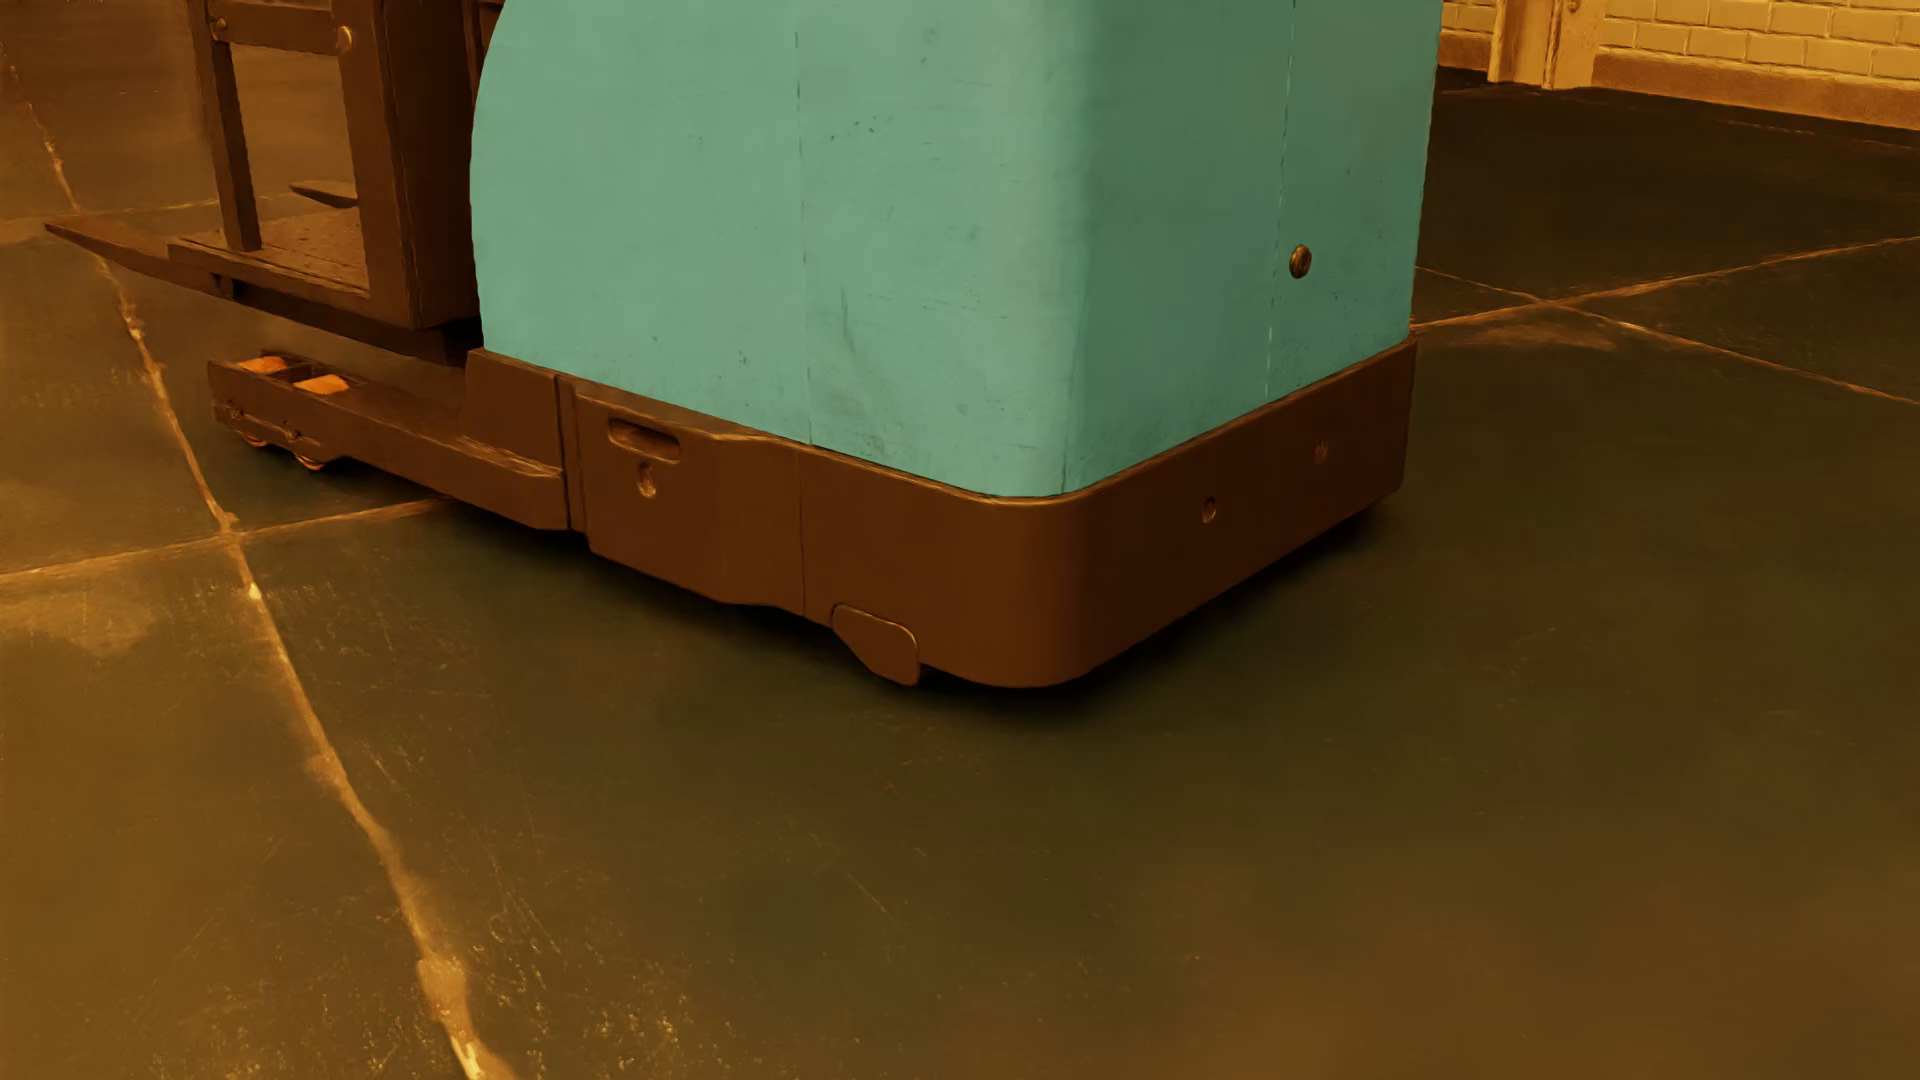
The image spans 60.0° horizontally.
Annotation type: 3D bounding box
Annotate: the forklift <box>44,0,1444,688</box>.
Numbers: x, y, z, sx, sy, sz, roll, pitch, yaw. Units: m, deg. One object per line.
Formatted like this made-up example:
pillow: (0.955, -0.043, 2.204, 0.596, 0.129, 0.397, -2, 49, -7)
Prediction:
forklift: (-0.740, -1.614, 2.708, 3.031, 2.935, 1.130, 18, 28, 36)
